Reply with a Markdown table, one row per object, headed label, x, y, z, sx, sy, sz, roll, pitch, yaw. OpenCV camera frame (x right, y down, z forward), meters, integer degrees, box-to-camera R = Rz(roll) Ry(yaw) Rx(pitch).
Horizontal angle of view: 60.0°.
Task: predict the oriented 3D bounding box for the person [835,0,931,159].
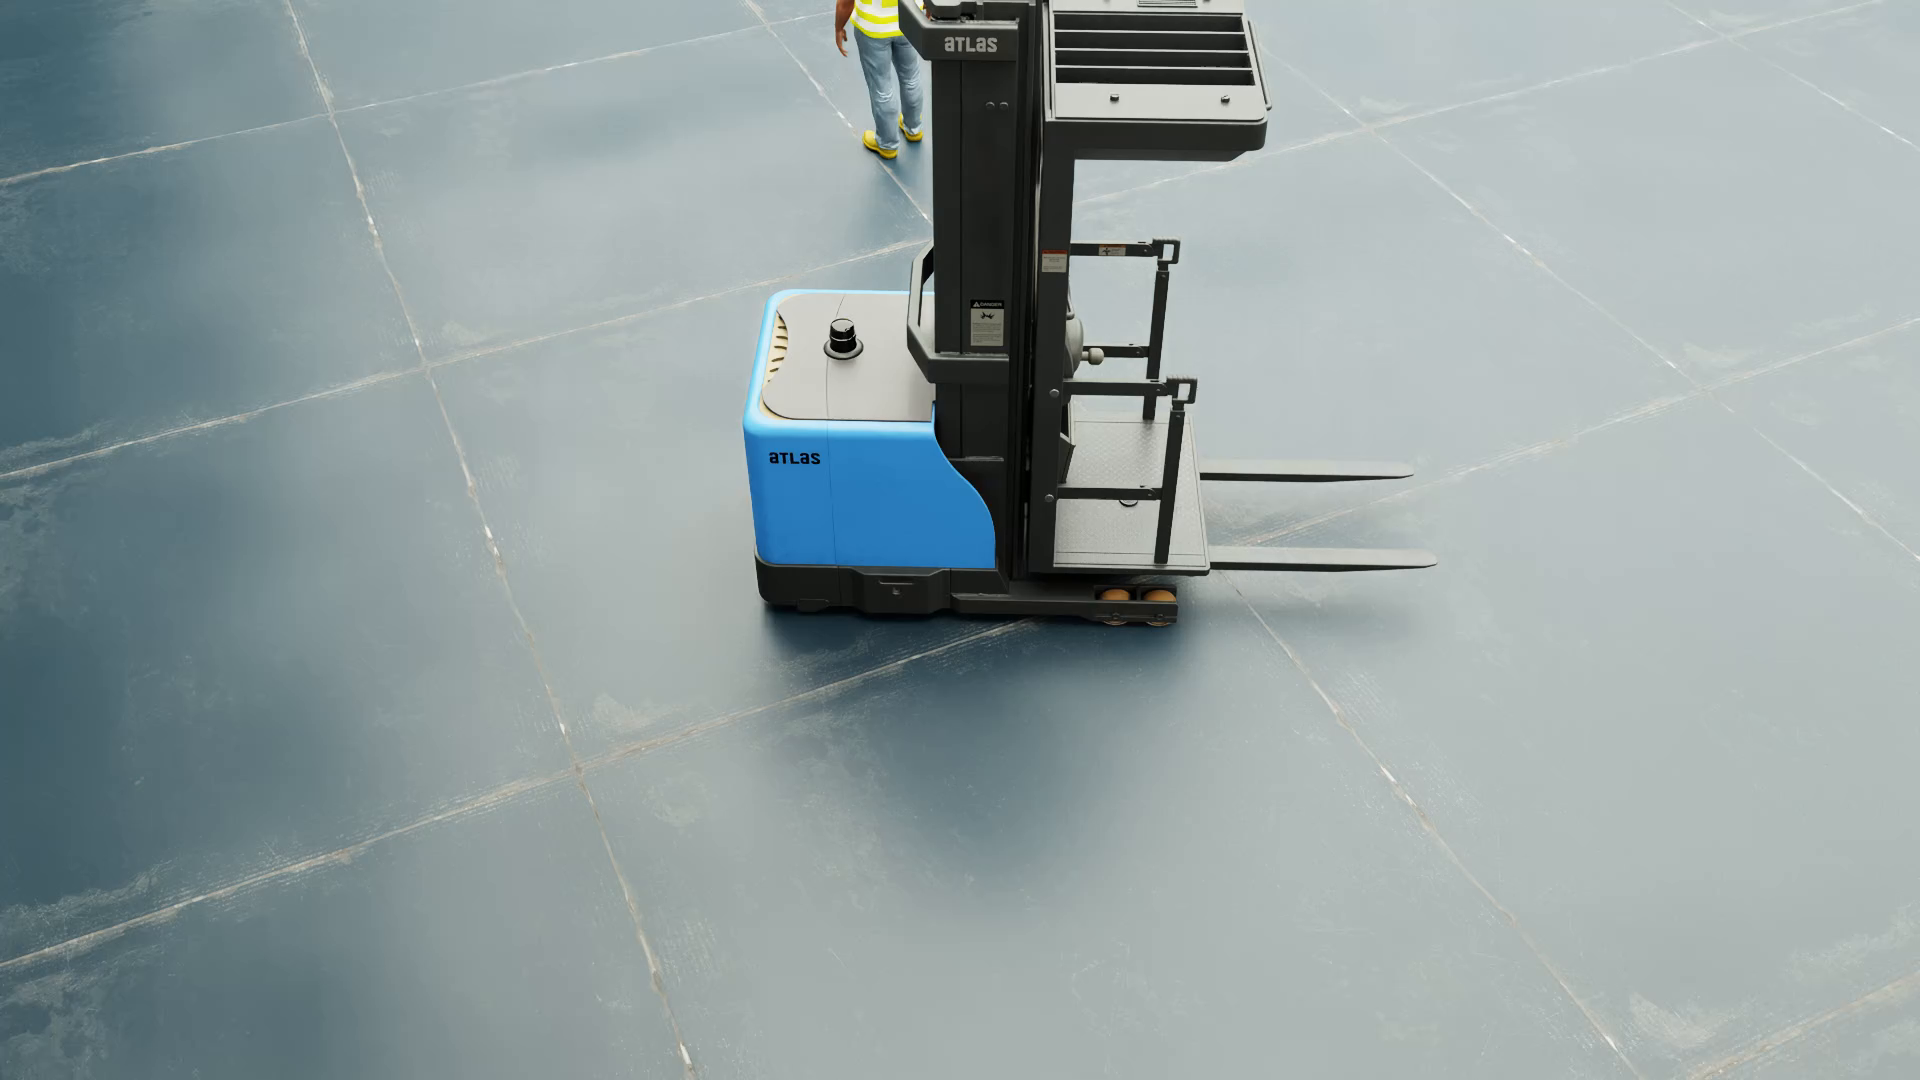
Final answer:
| label | x | y | z | sx | sy | sz | roll | pitch | yaw |
| --- | --- | --- | --- | --- | --- | --- | --- | --- | --- |
| person | -0.464 | -3.106 | 9.852 | 0.666 | 1.767 | 0.576 | -20 | 47 | -20 |

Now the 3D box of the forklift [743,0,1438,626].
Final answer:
| label | x | y | z | sx | sy | sz | roll | pitch | yaw |
| --- | --- | --- | --- | --- | --- | --- | --- | --- | --- |
| forklift | 0.619 | -1.059 | 6.815 | 3.031 | 2.935 | 1.130 | 1 | 43 | 1 |
